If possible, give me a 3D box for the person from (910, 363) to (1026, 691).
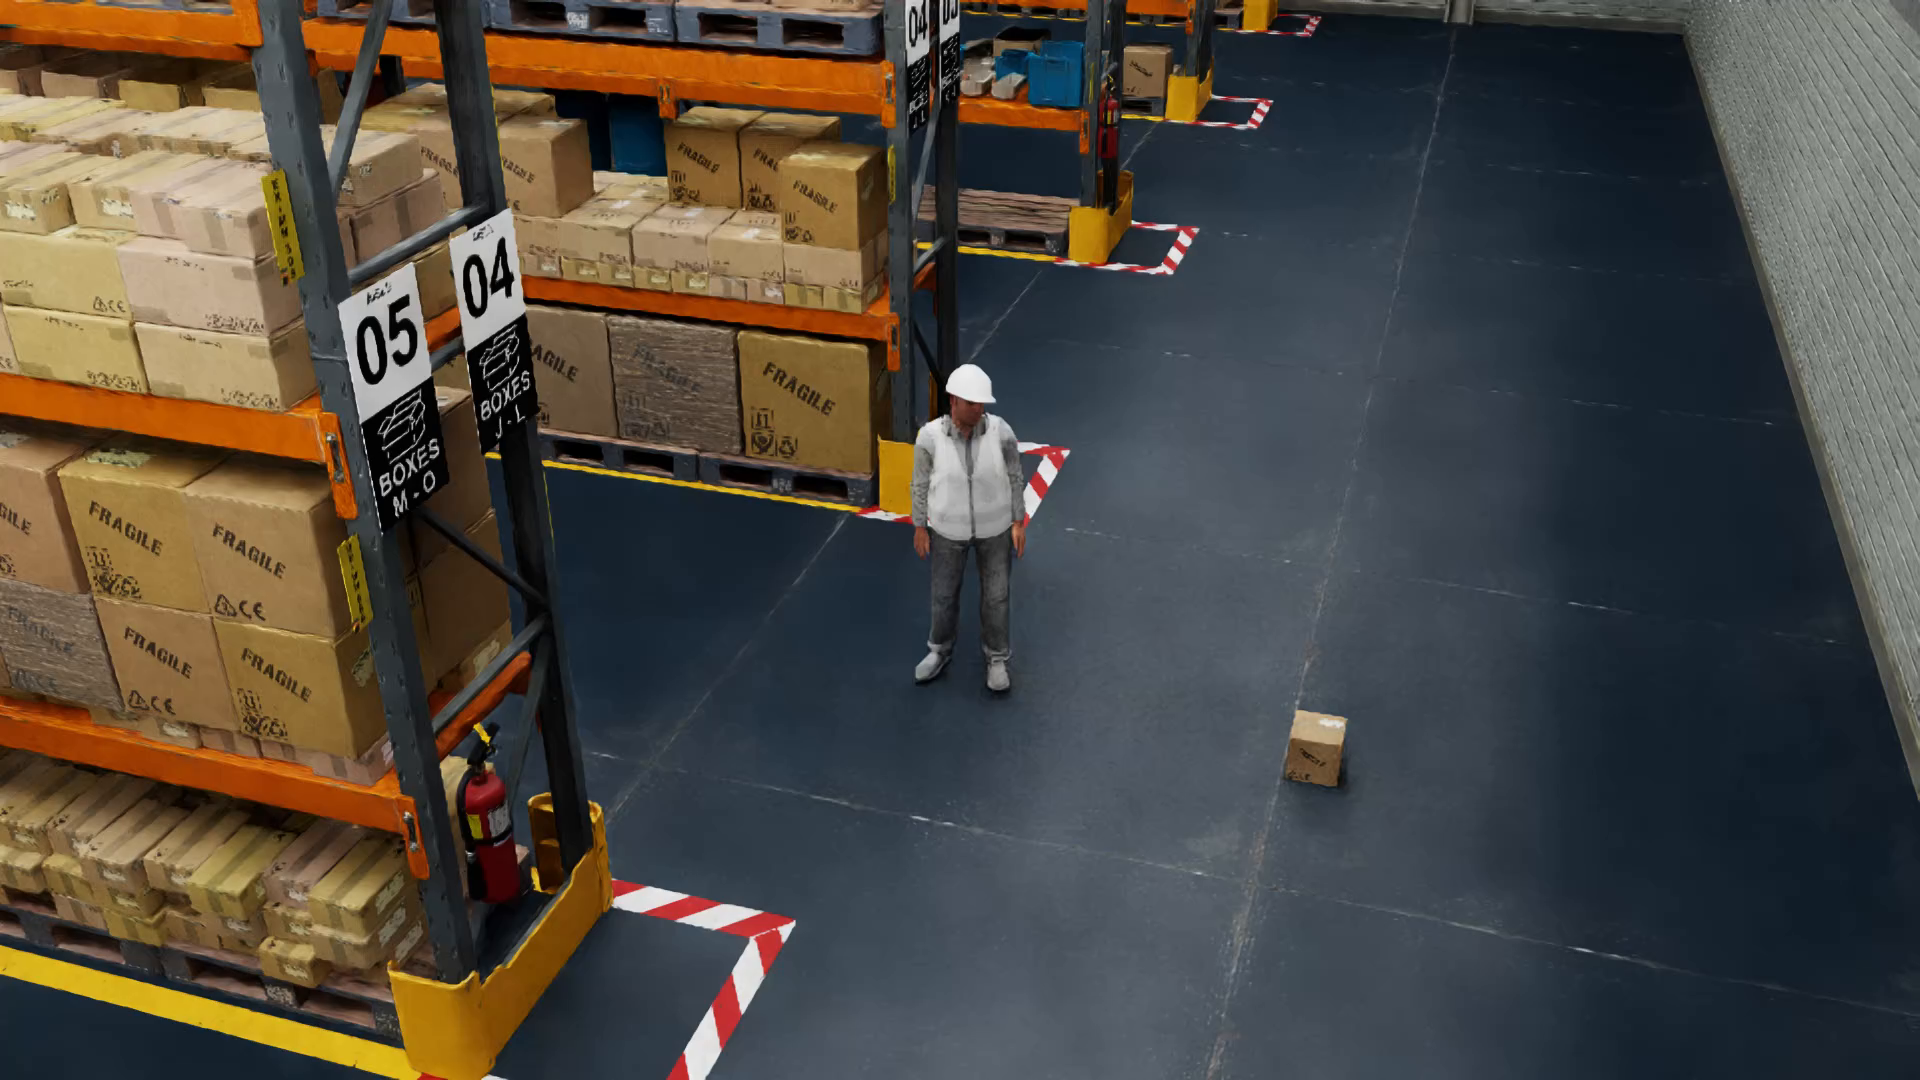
[{"bbox_3d":[0.042,-0.046,8.515,0.588,1.774,0.470,-1,29,-3],"label":"person"}]
